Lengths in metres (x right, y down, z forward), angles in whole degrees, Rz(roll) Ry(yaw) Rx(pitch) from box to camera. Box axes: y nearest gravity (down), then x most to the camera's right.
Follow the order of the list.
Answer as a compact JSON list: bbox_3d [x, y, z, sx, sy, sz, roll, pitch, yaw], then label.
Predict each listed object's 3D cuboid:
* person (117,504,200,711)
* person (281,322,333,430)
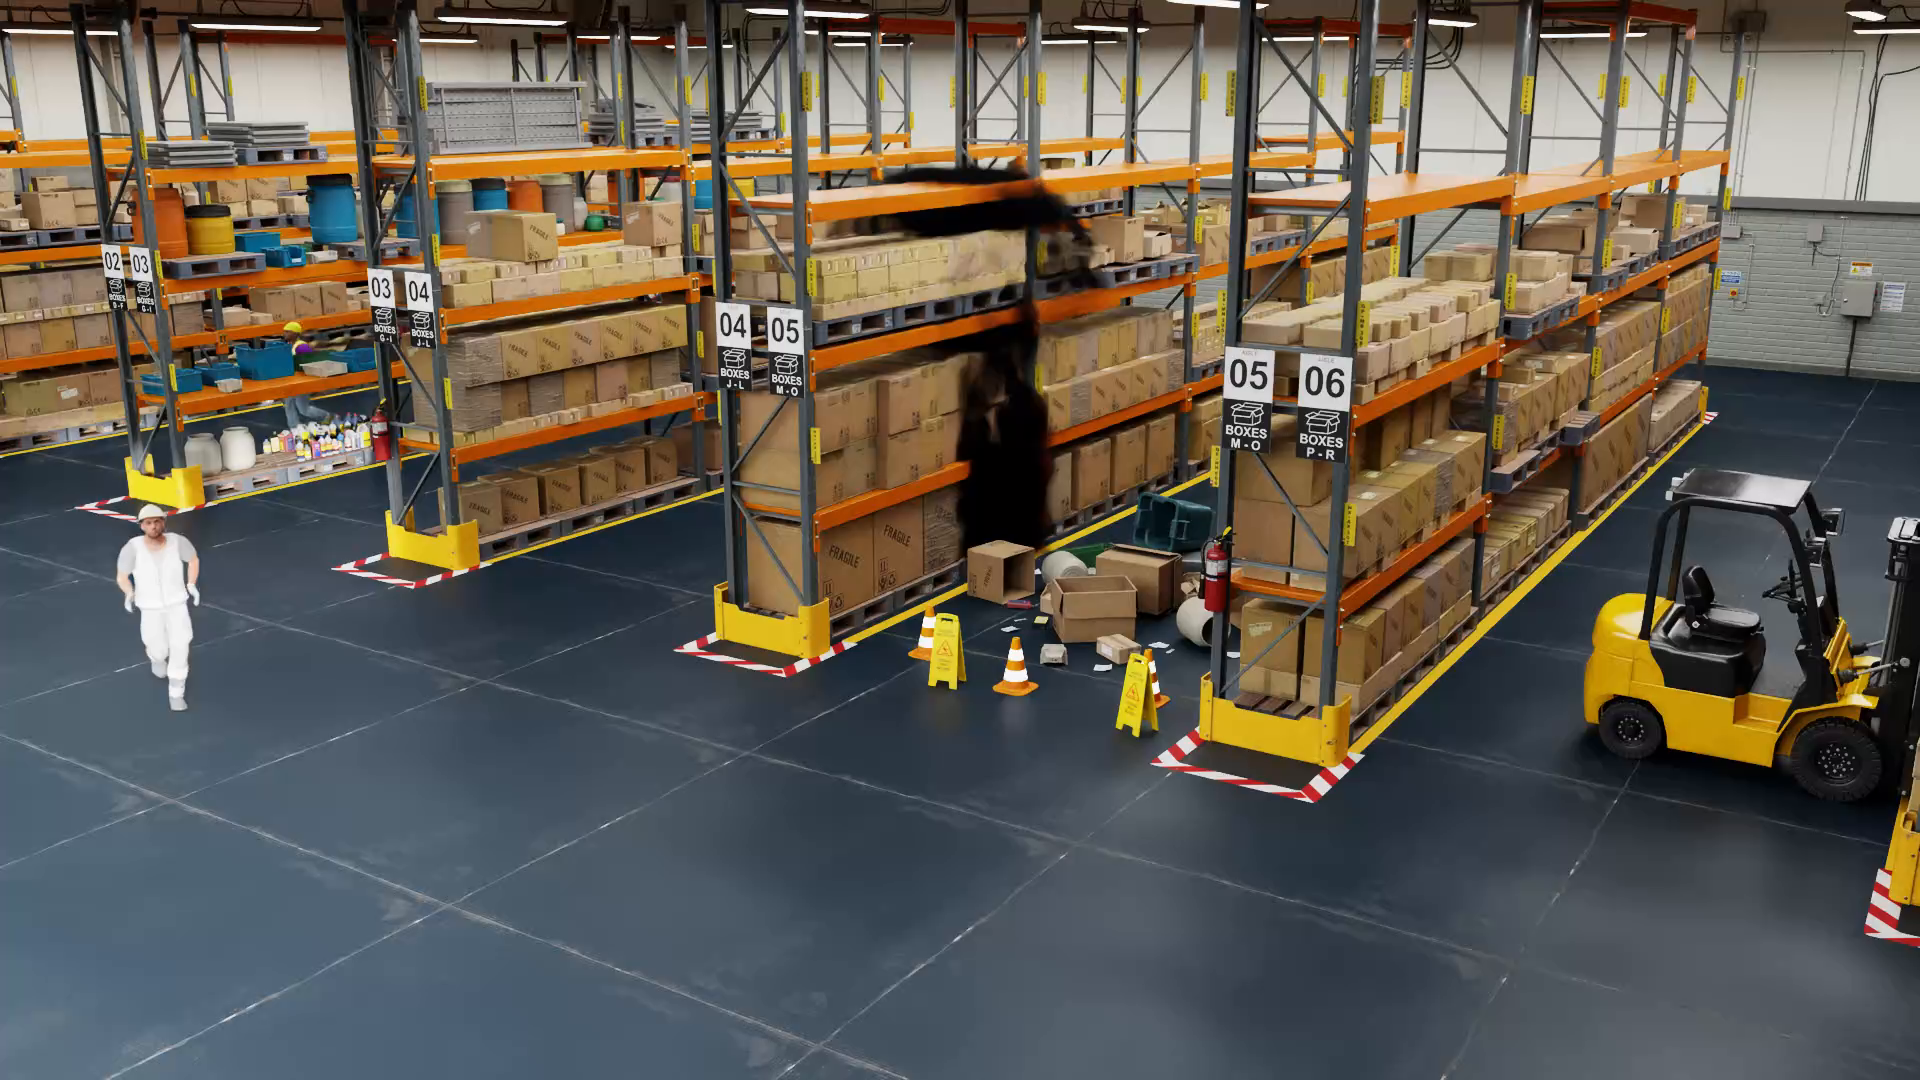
[{"bbox_3d":[-6.754,0.522,14.093,0.644,1.747,0.795,-9,18,-29],"label":"person"},{"bbox_3d":[-9.576,-2.289,24.199,0.689,1.767,0.852,12,19,36],"label":"person"}]
